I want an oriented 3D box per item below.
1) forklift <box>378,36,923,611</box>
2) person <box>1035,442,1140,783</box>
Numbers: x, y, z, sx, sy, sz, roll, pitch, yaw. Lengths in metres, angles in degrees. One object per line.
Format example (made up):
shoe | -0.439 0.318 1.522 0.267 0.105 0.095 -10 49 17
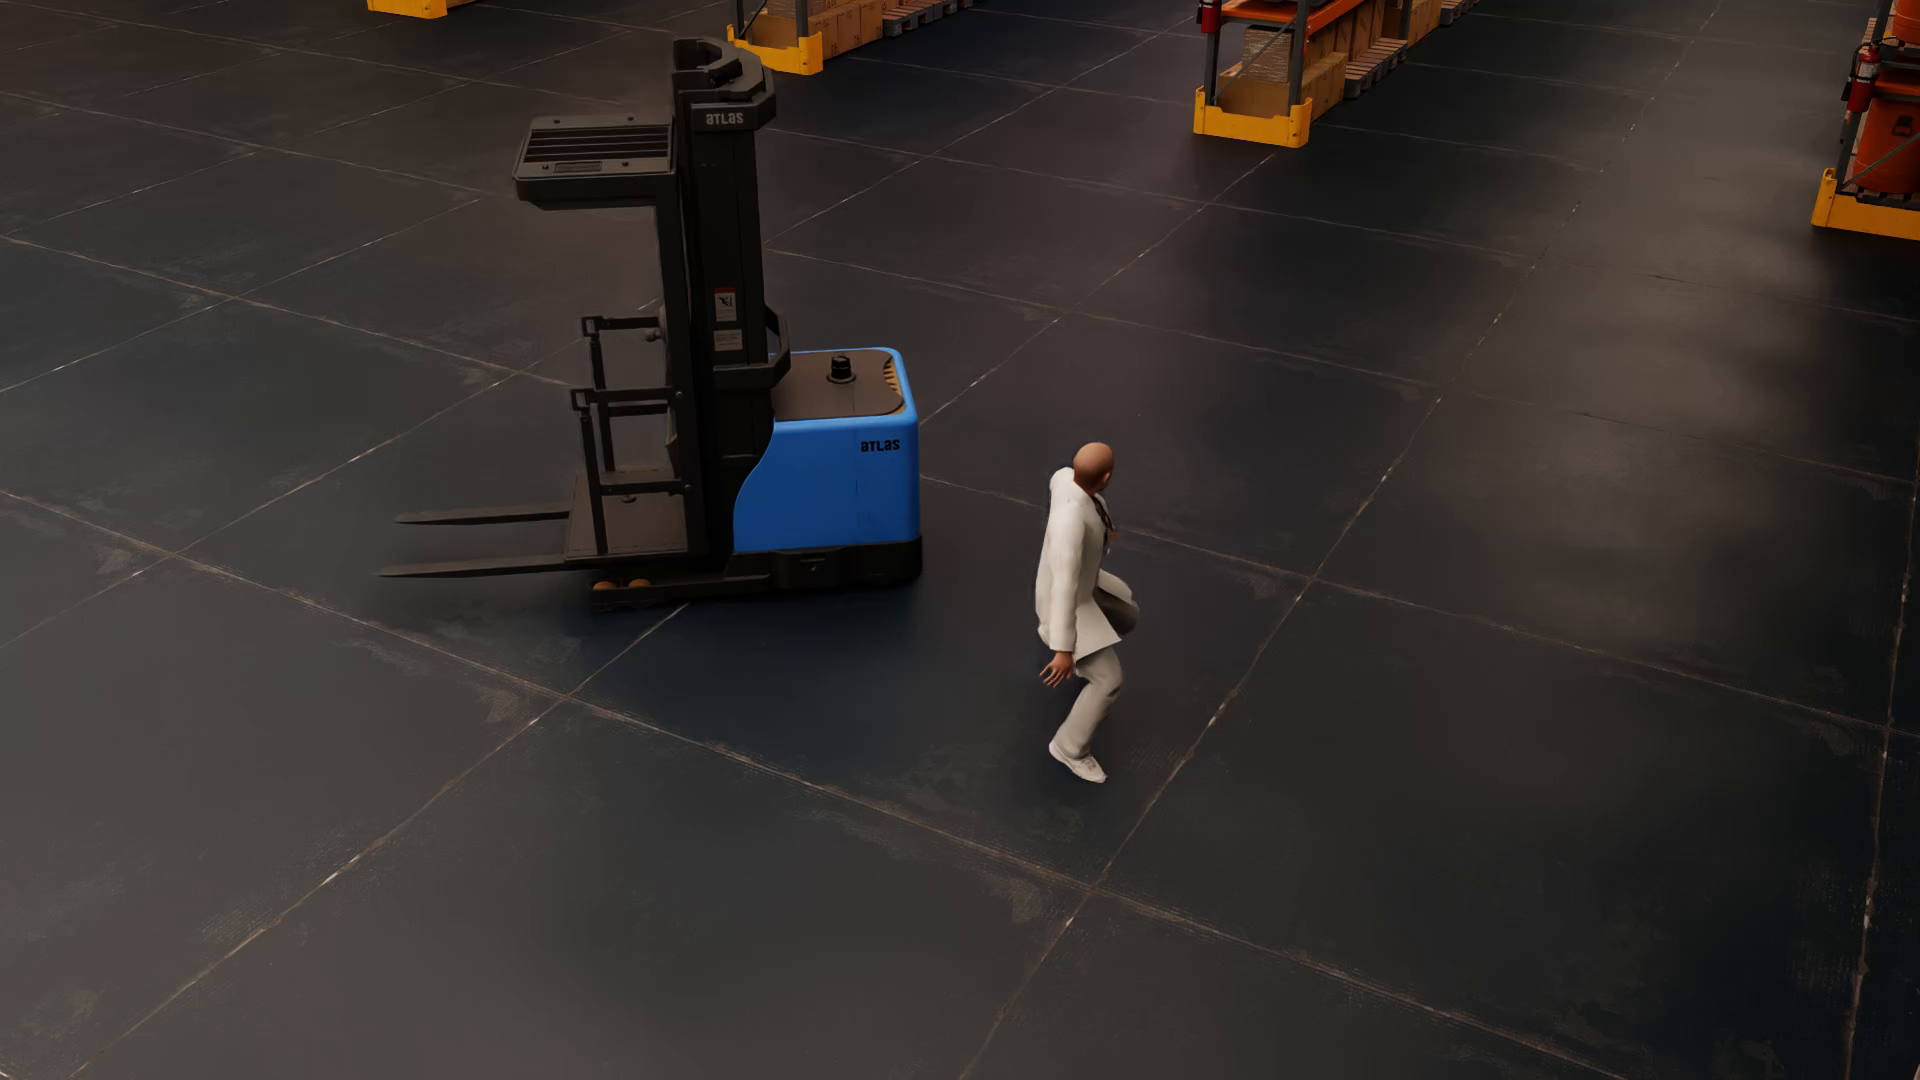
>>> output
forklift | -1.775 -1.152 9.066 3.031 2.935 1.130 -4 30 -7
person | 0.557 0.292 7.933 0.541 1.661 1.176 7 31 12
